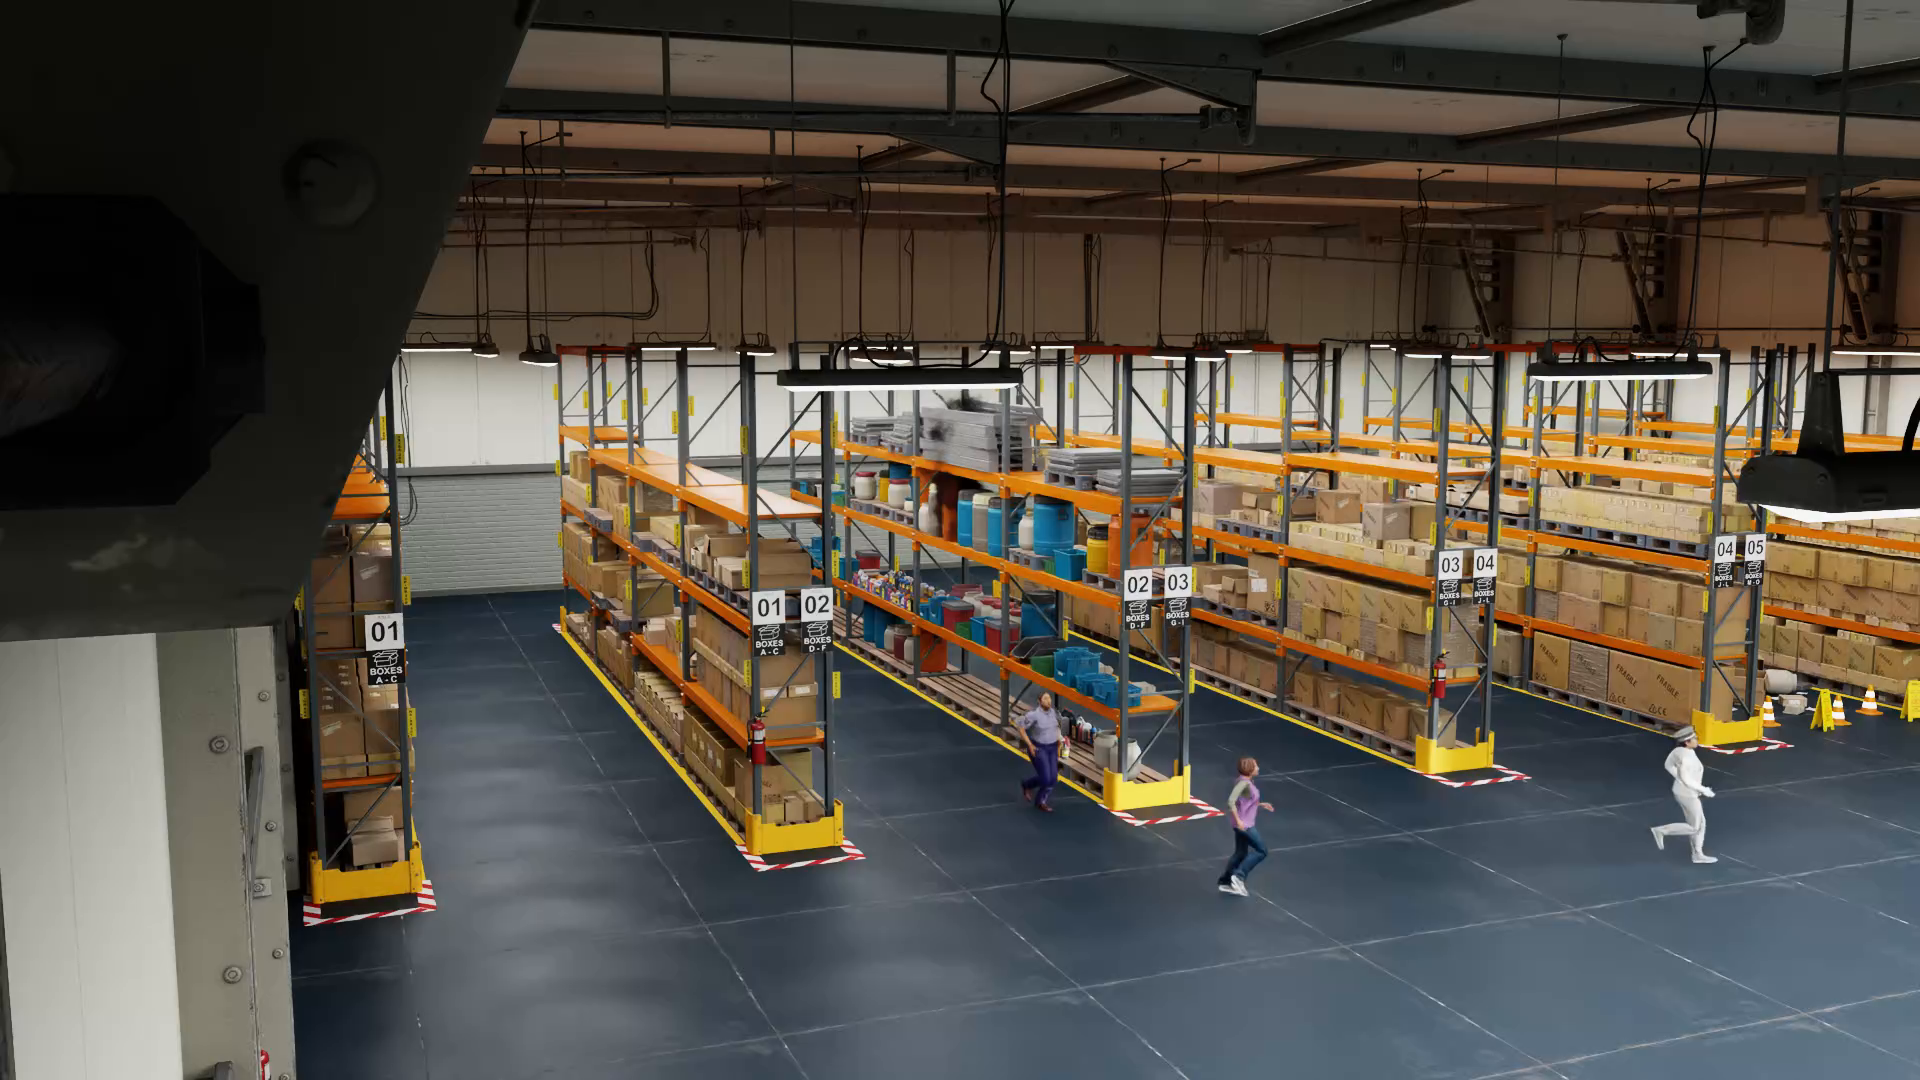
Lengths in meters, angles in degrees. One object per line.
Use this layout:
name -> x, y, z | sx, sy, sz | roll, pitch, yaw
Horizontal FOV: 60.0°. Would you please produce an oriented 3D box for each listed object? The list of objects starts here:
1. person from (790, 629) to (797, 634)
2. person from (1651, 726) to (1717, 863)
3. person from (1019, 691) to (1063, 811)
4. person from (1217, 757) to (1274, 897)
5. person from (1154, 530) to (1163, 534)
person -> -3.069, 1.546, 29.337 | 0.575, 1.614, 0.748 | -4, 8, -28
person -> 8.617, 3.018, 19.755 | 0.778, 1.656, 0.632 | 1, 7, 10
person -> 1.102, 2.774, 21.892 | 0.594, 1.600, 0.541 | -6, 9, -38
person -> 3.203, 3.190, 18.587 | 0.622, 1.569, 0.538 | 1, 7, 4
person -> 4.595, 0.571, 39.046 | 0.627, 1.624, 0.513 | 0, 7, -4
